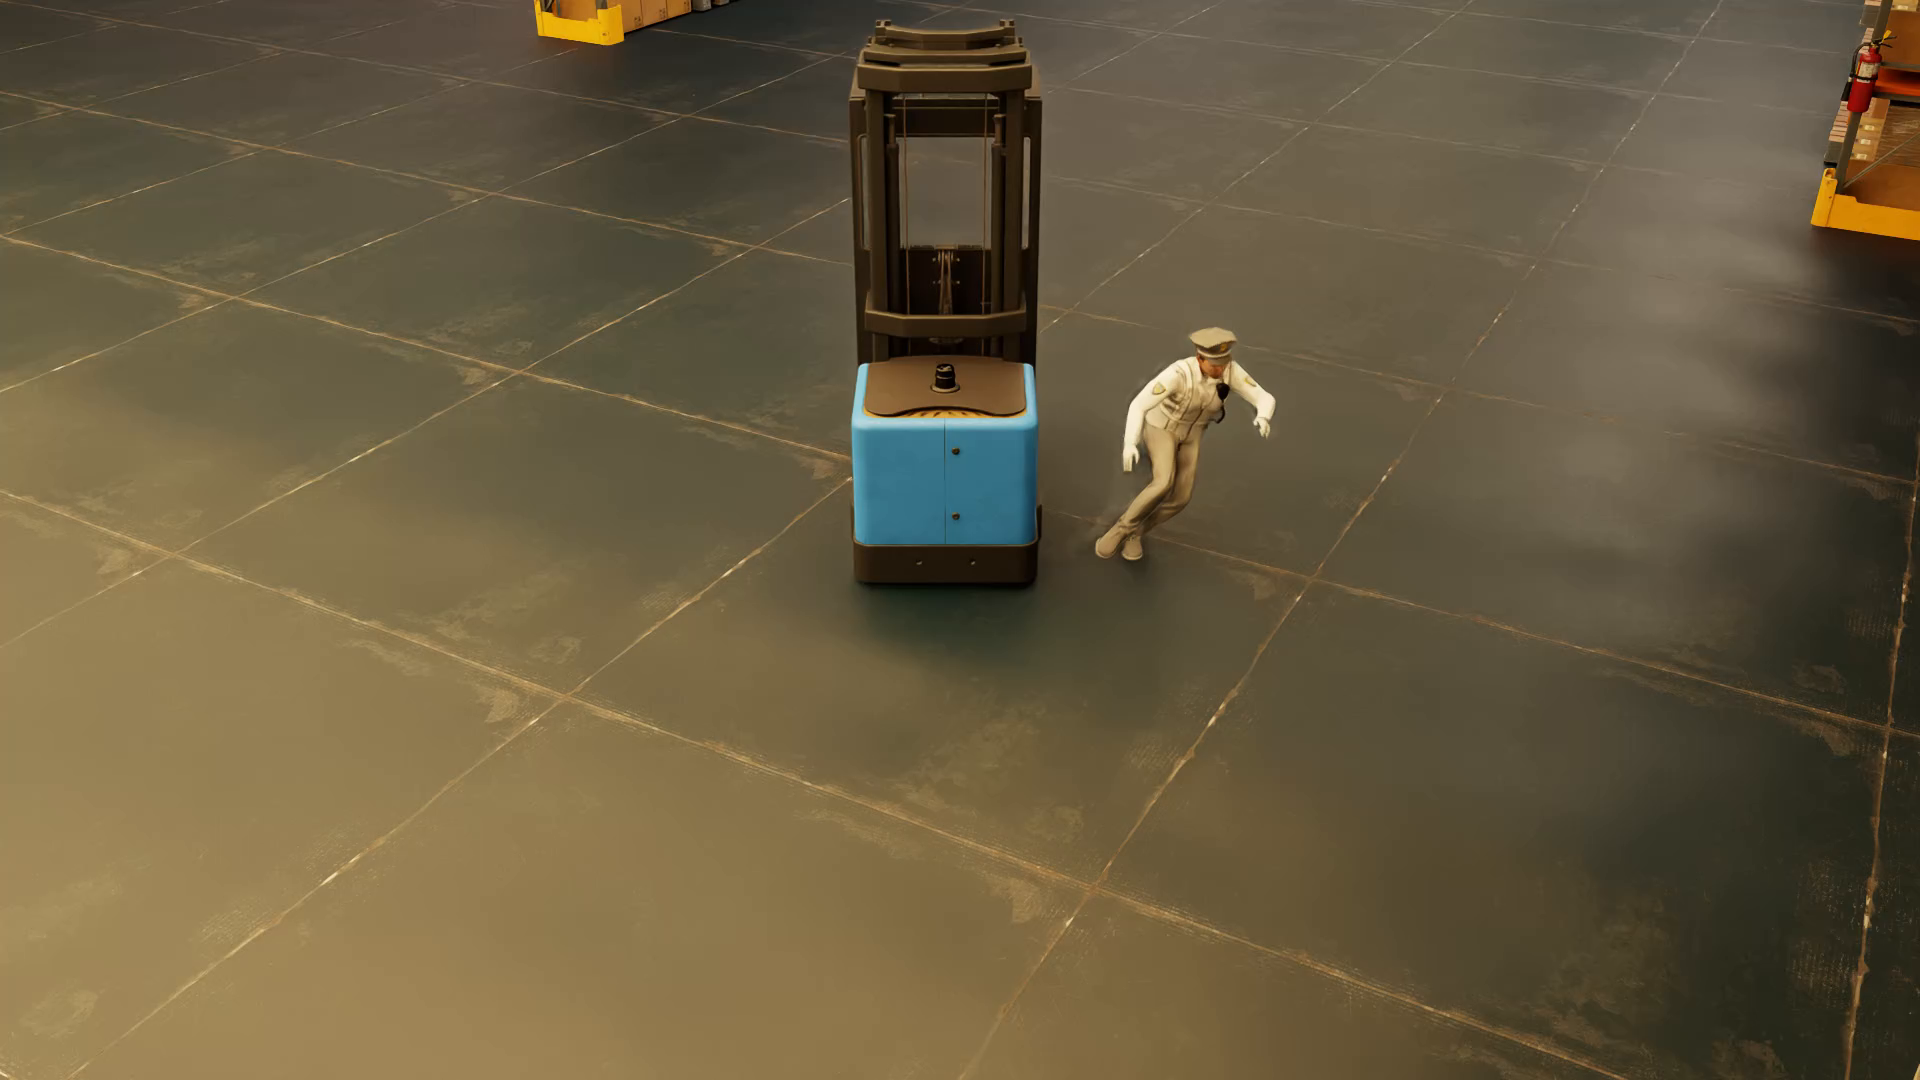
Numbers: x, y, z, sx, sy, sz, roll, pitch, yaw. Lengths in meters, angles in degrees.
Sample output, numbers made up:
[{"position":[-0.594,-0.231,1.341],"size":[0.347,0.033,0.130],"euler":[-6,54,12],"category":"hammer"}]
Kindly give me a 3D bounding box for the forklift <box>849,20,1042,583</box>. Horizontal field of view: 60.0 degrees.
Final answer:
[{"position":[-0.080,-1.722,10.054],"size":[1.130,2.935,3.031],"euler":[0,30,0],"category":"forklift"}]

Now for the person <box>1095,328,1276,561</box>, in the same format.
[{"position":[1.272,-0.500,9.461],"size":[0.991,1.430,0.857],"euler":[-13,33,-22],"category":"person"}]
